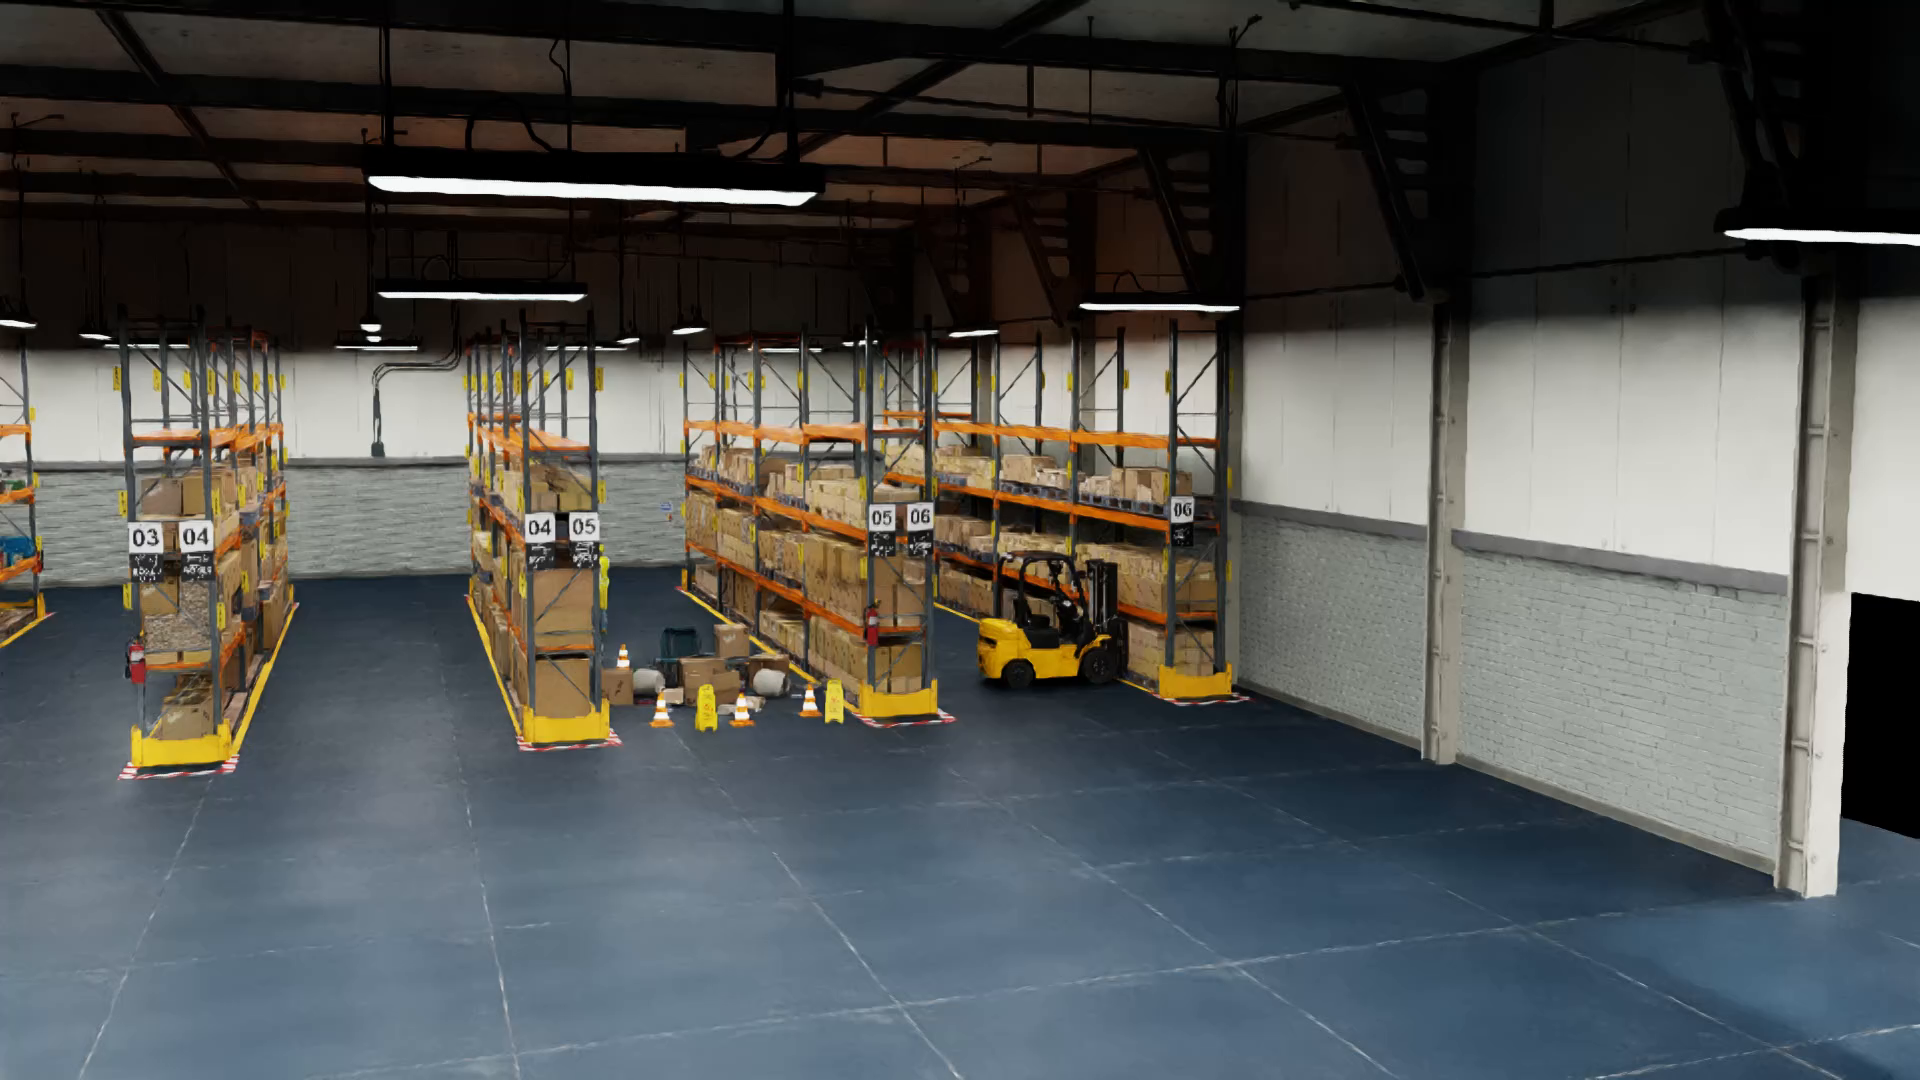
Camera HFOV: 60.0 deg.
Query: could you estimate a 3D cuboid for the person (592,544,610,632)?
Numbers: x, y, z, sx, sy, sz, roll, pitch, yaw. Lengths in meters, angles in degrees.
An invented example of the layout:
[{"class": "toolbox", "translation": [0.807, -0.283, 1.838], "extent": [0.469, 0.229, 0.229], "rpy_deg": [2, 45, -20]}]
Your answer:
[{"class": "person", "translation": [-7.289, 0.943, 33.378], "extent": [0.502, 1.764, 0.624], "rpy_deg": [1, 6, 12]}]
